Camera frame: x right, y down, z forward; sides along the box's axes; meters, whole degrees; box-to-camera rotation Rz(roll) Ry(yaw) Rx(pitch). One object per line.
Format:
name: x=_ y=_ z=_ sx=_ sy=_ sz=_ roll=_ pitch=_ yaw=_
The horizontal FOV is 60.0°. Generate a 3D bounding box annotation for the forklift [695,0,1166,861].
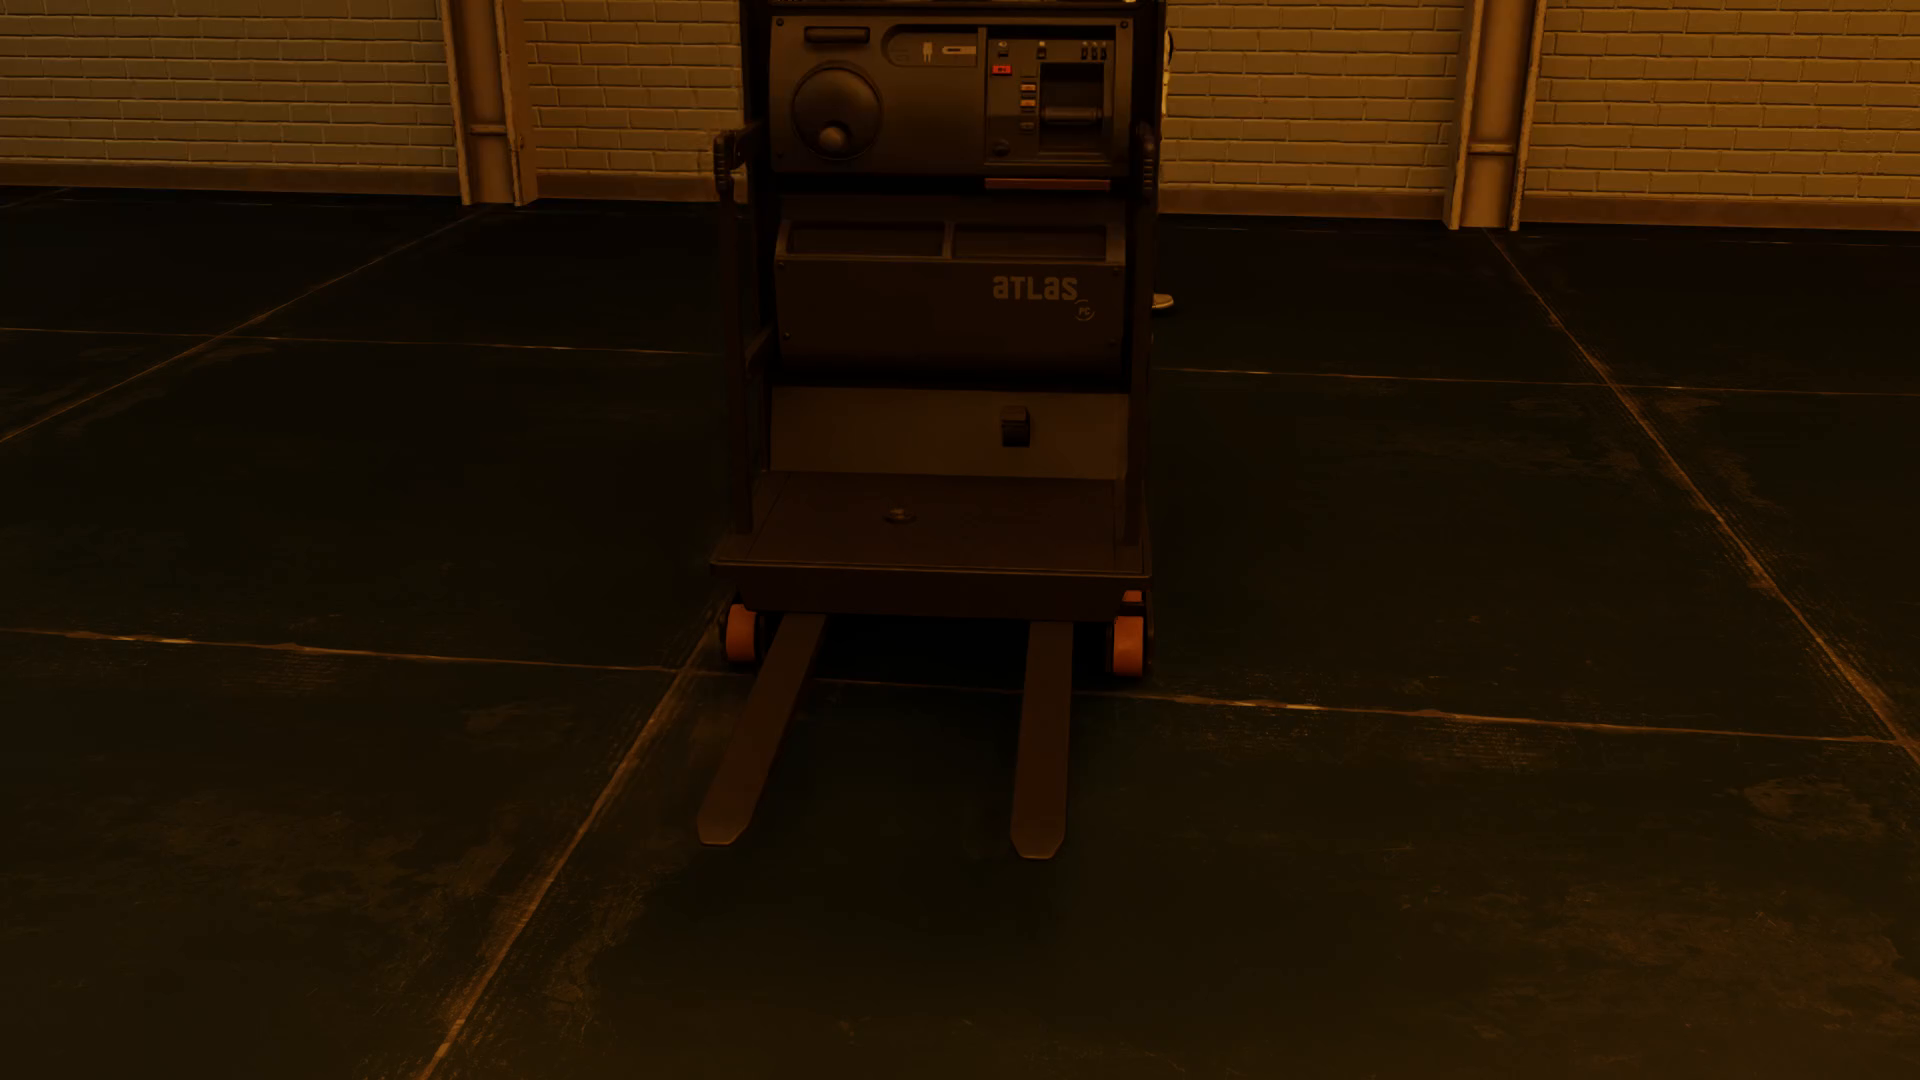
forklift: x=-0.041 y=-1.131 z=4.063 sx=1.130 sy=2.935 sz=3.031 roll=2 pitch=22 yaw=4

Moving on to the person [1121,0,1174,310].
person: x=0.795 y=-1.925 z=7.633 sx=0.437 sy=1.663 sz=0.611 roll=2 pitch=22 yaw=5
